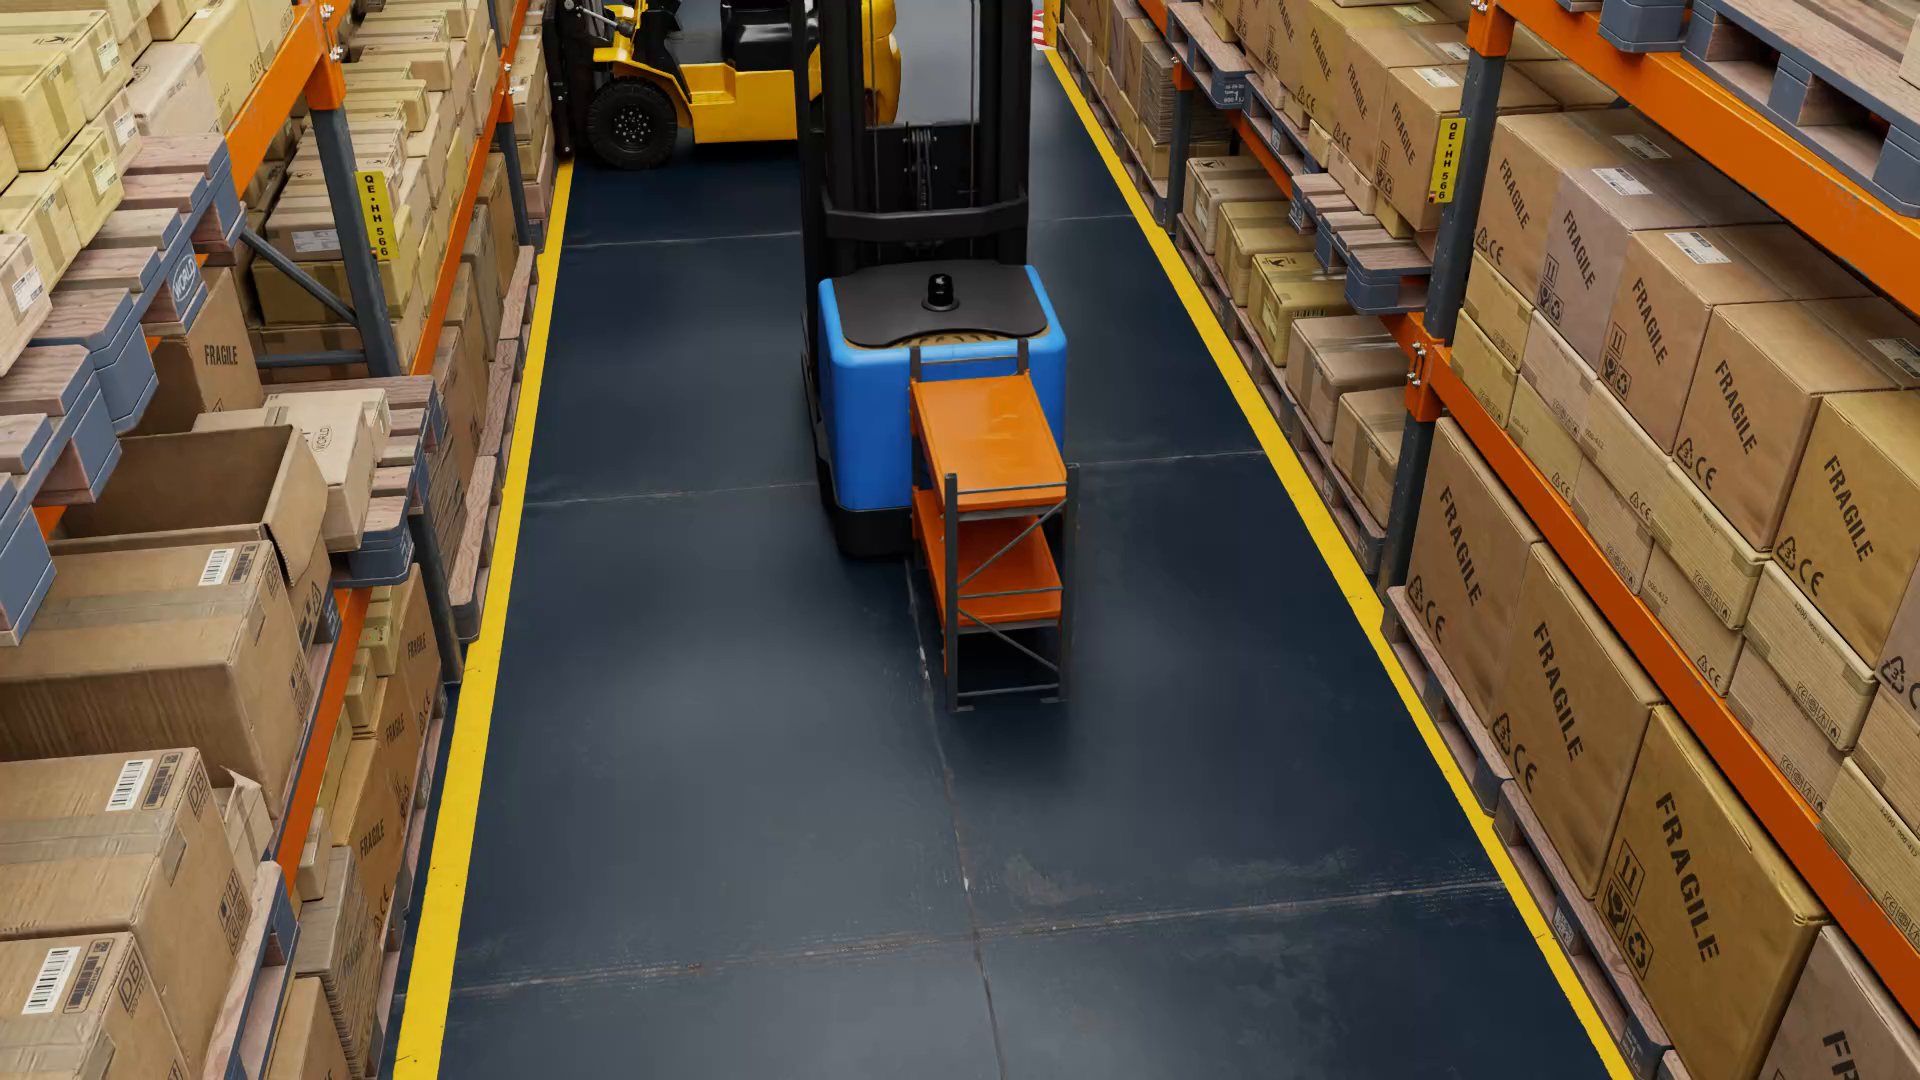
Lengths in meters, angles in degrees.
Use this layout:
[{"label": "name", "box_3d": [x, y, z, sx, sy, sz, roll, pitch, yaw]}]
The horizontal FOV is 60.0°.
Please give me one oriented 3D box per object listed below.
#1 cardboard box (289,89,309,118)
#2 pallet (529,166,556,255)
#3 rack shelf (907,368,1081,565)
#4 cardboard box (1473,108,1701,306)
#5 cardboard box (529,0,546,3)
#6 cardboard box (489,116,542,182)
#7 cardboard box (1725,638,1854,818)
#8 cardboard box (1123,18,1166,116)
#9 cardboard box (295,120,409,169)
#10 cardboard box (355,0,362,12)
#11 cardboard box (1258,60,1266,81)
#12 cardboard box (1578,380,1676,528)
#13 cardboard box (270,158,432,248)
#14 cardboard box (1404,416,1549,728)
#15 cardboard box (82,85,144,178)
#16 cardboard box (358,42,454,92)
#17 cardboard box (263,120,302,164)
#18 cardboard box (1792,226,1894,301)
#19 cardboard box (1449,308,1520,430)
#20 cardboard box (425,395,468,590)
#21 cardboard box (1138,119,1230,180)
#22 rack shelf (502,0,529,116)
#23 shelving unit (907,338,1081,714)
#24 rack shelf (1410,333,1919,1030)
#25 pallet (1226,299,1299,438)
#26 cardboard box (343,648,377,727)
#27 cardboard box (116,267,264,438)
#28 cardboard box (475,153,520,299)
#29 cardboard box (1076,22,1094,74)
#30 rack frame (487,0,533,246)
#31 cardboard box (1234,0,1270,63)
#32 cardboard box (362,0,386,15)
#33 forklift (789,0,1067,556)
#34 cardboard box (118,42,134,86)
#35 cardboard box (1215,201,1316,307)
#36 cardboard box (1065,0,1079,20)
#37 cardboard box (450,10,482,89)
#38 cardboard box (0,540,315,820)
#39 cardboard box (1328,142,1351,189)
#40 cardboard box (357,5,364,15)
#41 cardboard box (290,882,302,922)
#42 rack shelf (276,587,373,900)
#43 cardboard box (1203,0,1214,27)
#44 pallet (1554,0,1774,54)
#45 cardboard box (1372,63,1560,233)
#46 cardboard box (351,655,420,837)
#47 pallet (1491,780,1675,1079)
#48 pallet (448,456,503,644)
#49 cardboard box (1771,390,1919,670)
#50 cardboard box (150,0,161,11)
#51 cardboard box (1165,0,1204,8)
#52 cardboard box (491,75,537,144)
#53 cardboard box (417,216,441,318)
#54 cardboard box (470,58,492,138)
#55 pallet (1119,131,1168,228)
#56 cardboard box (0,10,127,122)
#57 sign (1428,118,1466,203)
[{"label": "cardboard box", "box_3d": [-3.033, -1.966, 7.306, 0.380, 0.149, 0.250, -3, 34, -5]}, {"label": "pallet", "box_3d": [-3.167, -2.162, 10.734, 1.003, 0.211, 1.213, -4, 35, -6]}, {"label": "rack shelf", "box_3d": [0.117, -0.317, 6.696, 0.538, 0.278, 1.000, -5, 35, -7]}, {"label": "cardboard box", "box_3d": [2.179, -1.174, 5.832, 0.500, 0.500, 0.500, -5, 35, -8]}, {"label": "cardboard box", "box_3d": [-3.116, -3.751, 11.771, 0.500, 0.250, 0.500, -4, 34, -6]}, {"label": "cardboard box", "box_3d": [-2.860, -2.404, 10.239, 0.500, 0.250, 0.500, -5, 35, -7]}, {"label": "cardboard box", "box_3d": [2.466, 0.483, 4.511, 0.500, 0.250, 0.500, -5, 35, -8]}, {"label": "cardboard box", "box_3d": [1.401, -3.186, 11.164, 0.500, 0.500, 0.500, -4, 34, -6]}, {"label": "cardboard box", "box_3d": [-2.459, -1.580, 6.740, 0.380, 0.149, 0.250, -4, 34, -6]}, {"label": "cardboard box", "box_3d": [-3.283, -2.810, 8.545, 0.380, 0.149, 0.250, -5, 35, -8]}, {"label": "cardboard box", "box_3d": [1.741, -2.405, 8.466, 0.380, 0.149, 0.250, -4, 34, -6]}, {"label": "cardboard box", "box_3d": [2.301, -0.288, 5.199, 0.500, 0.250, 0.500, -4, 35, -7]}, {"label": "cardboard box", "box_3d": [-2.447, -1.325, 6.720, 0.500, 0.250, 0.500, -3, 34, -5]}, {"label": "cardboard box", "box_3d": [2.365, 0.083, 6.478, 0.875, 0.875, 0.875, -5, 35, -7]}, {"label": "cardboard box", "box_3d": [-1.904, -0.806, 3.367, 0.380, 0.149, 0.250, -4, 34, -5]}, {"label": "cardboard box", "box_3d": [-2.522, -2.150, 7.576, 0.380, 0.149, 0.250, -5, 35, -8]}, {"label": "cardboard box", "box_3d": [-3.034, -1.574, 7.085, 0.500, 0.250, 0.500, -5, 35, -7]}, {"label": "cardboard box", "box_3d": [2.821, -0.635, 5.042, 0.500, 0.500, 0.500, -4, 35, -6]}, {"label": "cardboard box", "box_3d": [2.171, -0.659, 6.186, 0.500, 0.250, 0.500, -5, 35, -7]}, {"label": "cardboard box", "box_3d": [-2.634, -0.176, 7.081, 0.875, 0.625, 0.625, -3, 34, -5]}, {"label": "cardboard box", "box_3d": [1.471, -2.592, 10.958, 0.500, 0.250, 0.500, -3, 34, -4]}, {"label": "rack shelf", "box_3d": [-3.370, -3.686, 11.134, 1.077, 0.370, 4.000, -4, 35, -6]}, {"label": "shelving unit", "box_3d": [0.117, -0.075, 6.861, 0.538, 1.125, 1.048, -5, 35, -7]}, {"label": "rack shelf", "box_3d": [2.624, 0.400, 5.138, 1.077, 0.370, 4.000, -4, 35, -6]}, {"label": "pallet", "box_3d": [2.090, -0.976, 8.995, 1.003, 0.211, 1.213, -4, 35, -6]}, {"label": "cardboard box", "box_3d": [-2.187, 0.513, 5.604, 0.380, 0.149, 0.250, -5, 35, -8]}, {"label": "cardboard box", "box_3d": [-2.649, -0.551, 5.433, 0.500, 0.500, 0.500, -3, 34, -4]}, {"label": "cardboard box", "box_3d": [-3.020, -1.769, 9.418, 0.875, 0.625, 0.625, -3, 34, -4]}, {"label": "cardboard box", "box_3d": [1.174, -3.758, 12.669, 0.500, 0.250, 0.500, -3, 34, -5]}, {"label": "rack frame", "box_3d": [-3.101, -2.867, 9.293, 1.000, 3.000, 0.127, -4, 35, -6]}, {"label": "cardboard box", "box_3d": [1.717, -2.743, 8.386, 0.500, 0.500, 0.500, -5, 35, -7]}, {"label": "cardboard box", "box_3d": [-2.802, -2.719, 8.412, 0.380, 0.149, 0.250, -4, 35, -6]}, {"label": "forklift", "box_3d": [-0.254, -1.959, 8.022, 1.130, 2.935, 3.031, -5, 35, -7]}, {"label": "cardboard box", "box_3d": [-2.130, -1.078, 3.783, 0.380, 0.149, 0.250, -3, 34, -5]}, {"label": "cardboard box", "box_3d": [1.990, -1.639, 9.452, 0.950, 0.372, 0.625, -2, 34, -3]}, {"label": "cardboard box", "box_3d": [1.117, -4.340, 12.858, 0.500, 0.500, 0.500, -5, 35, -8]}, {"label": "cardboard box", "box_3d": [-2.706, -2.470, 8.401, 0.500, 0.250, 0.500, -5, 35, -8]}, {"label": "cardboard box", "box_3d": [-2.044, 0.369, 4.084, 0.700, 0.500, 0.500, -5, 35, -7]}, {"label": "cardboard box", "box_3d": [1.866, -1.670, 7.387, 0.380, 0.149, 0.250, -6, 35, -9]}, {"label": "cardboard box", "box_3d": [-3.287, -2.709, 8.751, 0.500, 0.250, 0.500, -5, 35, -7]}, {"label": "cardboard box", "box_3d": [-2.113, 1.096, 4.749, 0.380, 0.149, 0.250, -4, 35, -6]}, {"label": "rack shelf", "box_3d": [-2.294, 0.778, 4.583, 1.077, 0.370, 4.000, -4, 35, -6]}, {"label": "cardboard box", "box_3d": [1.578, -2.982, 9.313, 0.380, 0.149, 0.250, -4, 34, -6]}, {"label": "pallet", "box_3d": [2.494, -1.819, 5.260, 1.213, 0.211, 1.003, -3, 34, -4]}, {"label": "cardboard box", "box_3d": [2.018, -1.583, 6.684, 0.500, 0.500, 0.500, -5, 35, -8]}, {"label": "cardboard box", "box_3d": [-2.237, 0.724, 5.870, 0.500, 0.500, 0.500, -5, 35, -7]}, {"label": "pallet", "box_3d": [2.547, 1.264, 5.707, 1.003, 0.211, 1.213, -4, 35, -6]}, {"label": "pallet", "box_3d": [-2.635, 0.055, 7.482, 1.003, 0.211, 1.213, -4, 35, -6]}, {"label": "cardboard box", "box_3d": [2.458, -0.038, 4.166, 0.500, 0.500, 0.500, -3, 34, -5]}, {"label": "cardboard box", "box_3d": [-2.086, -1.347, 3.915, 0.380, 0.149, 0.250, -5, 35, -7]}, {"label": "cardboard box", "box_3d": [1.472, -3.297, 10.148, 0.380, 0.149, 0.250, -5, 35, -7]}, {"label": "cardboard box", "box_3d": [-2.855, -2.611, 10.099, 0.500, 0.250, 0.500, -5, 35, -7]}, {"label": "cardboard box", "box_3d": [-2.444, -1.120, 6.863, 0.500, 0.250, 0.500, -5, 35, -7]}, {"label": "cardboard box", "box_3d": [-2.701, -2.263, 8.541, 0.500, 0.250, 0.500, -5, 35, -7]}, {"label": "pallet", "box_3d": [1.691, -2.465, 11.179, 1.003, 0.211, 1.213, -4, 35, -6]}, {"label": "cardboard box", "box_3d": [-1.896, -0.931, 3.286, 0.380, 0.149, 0.250, -4, 34, -6]}, {"label": "sign", "box_3d": [1.818, -1.412, 6.201, 0.100, 0.325, 0.005, -4, 35, -6]}]
